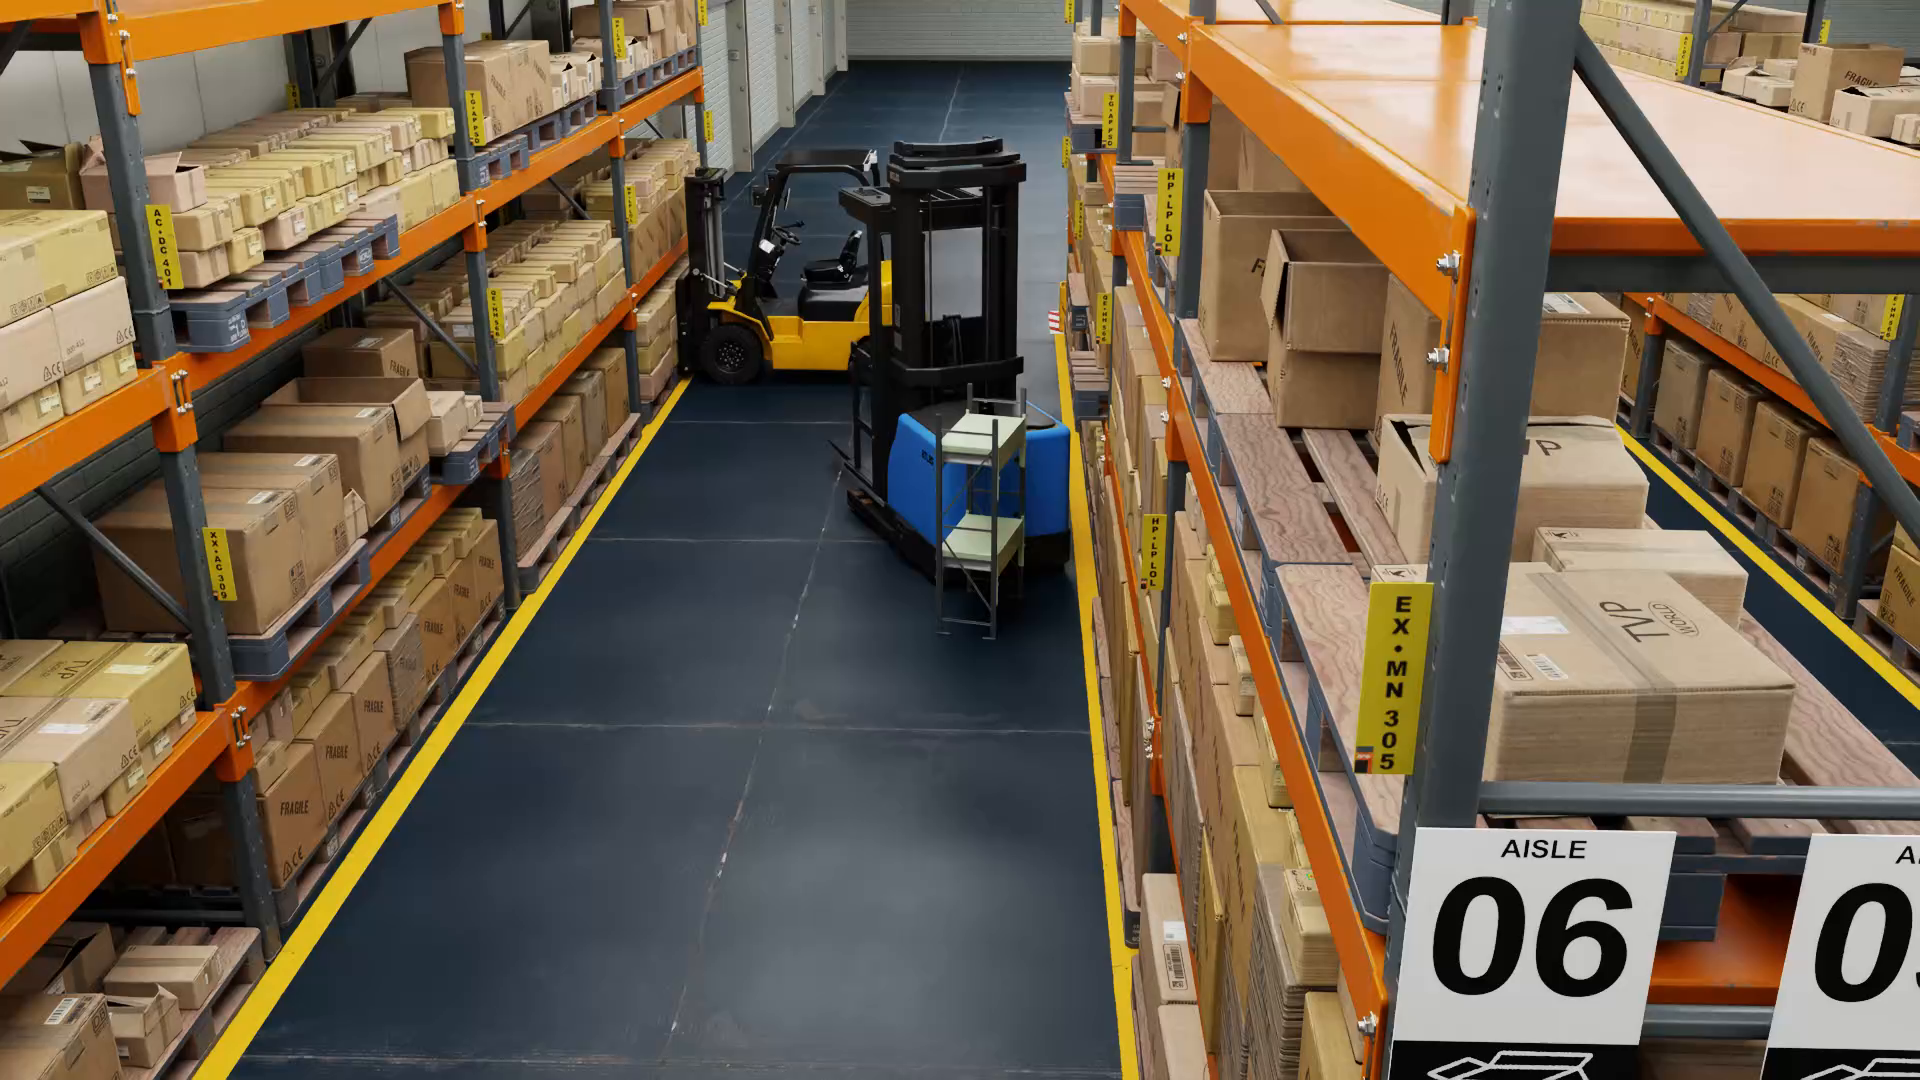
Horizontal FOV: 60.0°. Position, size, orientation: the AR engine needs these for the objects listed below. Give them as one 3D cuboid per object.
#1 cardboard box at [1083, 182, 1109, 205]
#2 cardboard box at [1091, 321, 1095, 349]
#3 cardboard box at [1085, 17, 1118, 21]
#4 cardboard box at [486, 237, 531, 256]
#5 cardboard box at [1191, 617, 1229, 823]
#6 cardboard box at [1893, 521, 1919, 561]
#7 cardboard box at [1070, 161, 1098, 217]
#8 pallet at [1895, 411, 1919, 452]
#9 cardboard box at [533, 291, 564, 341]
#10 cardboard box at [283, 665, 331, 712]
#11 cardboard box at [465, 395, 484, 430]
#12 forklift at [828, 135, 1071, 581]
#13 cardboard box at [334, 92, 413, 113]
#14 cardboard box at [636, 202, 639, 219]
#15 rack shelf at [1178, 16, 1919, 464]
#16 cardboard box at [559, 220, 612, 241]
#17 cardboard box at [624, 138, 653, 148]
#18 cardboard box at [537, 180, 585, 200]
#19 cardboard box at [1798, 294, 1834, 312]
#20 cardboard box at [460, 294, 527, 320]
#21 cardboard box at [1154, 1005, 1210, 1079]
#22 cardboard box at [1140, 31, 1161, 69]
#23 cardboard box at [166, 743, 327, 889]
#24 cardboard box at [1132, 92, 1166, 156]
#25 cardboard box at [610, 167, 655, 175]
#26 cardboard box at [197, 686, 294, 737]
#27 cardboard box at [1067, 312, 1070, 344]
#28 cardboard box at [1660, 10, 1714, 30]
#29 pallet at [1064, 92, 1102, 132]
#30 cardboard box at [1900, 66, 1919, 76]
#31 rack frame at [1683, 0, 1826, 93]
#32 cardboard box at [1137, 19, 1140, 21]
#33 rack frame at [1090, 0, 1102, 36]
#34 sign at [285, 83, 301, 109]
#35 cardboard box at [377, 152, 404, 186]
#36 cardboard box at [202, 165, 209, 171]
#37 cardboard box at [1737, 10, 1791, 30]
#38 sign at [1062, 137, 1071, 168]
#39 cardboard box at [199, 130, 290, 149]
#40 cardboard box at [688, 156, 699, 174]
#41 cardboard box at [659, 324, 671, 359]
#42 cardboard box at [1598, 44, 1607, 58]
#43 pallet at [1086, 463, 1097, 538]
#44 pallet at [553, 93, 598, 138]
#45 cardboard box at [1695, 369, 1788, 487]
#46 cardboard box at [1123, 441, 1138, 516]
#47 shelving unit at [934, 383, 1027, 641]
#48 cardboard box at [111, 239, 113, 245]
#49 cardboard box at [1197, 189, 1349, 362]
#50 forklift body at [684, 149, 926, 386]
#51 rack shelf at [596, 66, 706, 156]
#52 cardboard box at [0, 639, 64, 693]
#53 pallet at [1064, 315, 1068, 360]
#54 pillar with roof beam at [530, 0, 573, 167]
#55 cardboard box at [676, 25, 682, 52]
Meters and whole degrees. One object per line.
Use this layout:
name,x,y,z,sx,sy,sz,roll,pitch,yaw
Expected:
cardboard box,1.209,-2.854,13.711,0.380,0.149,0.250,1,21,1
cardboard box,1.139,-1.470,11.938,0.380,0.149,0.250,1,21,3
cardboard box,1.484,-5.310,17.166,0.380,0.149,0.250,0,21,1
cardboard box,-3.666,-2.335,13.365,0.380,0.149,0.250,0,21,1
cardboard box,1.028,0.580,5.367,0.500,0.500,0.500,1,21,3
cardboard box,6.143,-0.006,10.236,0.500,0.250,0.500,0,21,-1
cardboard box,1.394,-3.613,17.144,0.500,0.500,0.500,1,21,3
pallet,6.491,-0.524,9.999,1.213,0.211,1.003,1,21,2
cardboard box,-3.198,-1.635,12.112,0.500,0.250,0.500,0,21,0
cardboard box,-3.429,0.750,8.429,0.380,0.149,0.250,0,21,1
cardboard box,-3.143,-0.781,10.161,0.380,0.149,0.250,1,21,3
forklift,-0.240,-1.576,12.540,1.130,2.935,3.031,-9,23,-21
cardboard box,-3.741,-2.779,10.888,0.500,0.250,0.500,1,21,2
cardboard box,-3.106,-2.945,14.938,0.380,0.149,0.250,1,21,3
rack shelf,1.273,-0.996,4.204,1.077,0.370,4.000,1,21,2
cardboard box,-3.173,-2.613,14.082,0.380,0.149,0.250,1,21,3
cardboard box,-3.487,-4.205,17.773,0.380,0.149,0.250,0,21,1
cardboard box,-3.633,-3.183,15.139,0.380,0.149,0.250,0,21,1
cardboard box,6.457,-1.916,11.800,0.700,0.500,0.500,0,21,1
cardboard box,-3.213,-1.595,11.457,0.380,0.149,0.250,1,21,3
cardboard box,1.180,2.104,5.921,0.875,0.438,0.875,0,21,0
cardboard box,1.686,-3.883,13.179,0.500,0.250,0.500,1,21,3
cardboard box,-3.388,1.300,7.908,0.500,0.500,0.500,2,21,4
cardboard box,1.494,-2.678,11.000,0.700,0.500,0.500,1,21,2
cardboard box,-3.119,-3.456,15.844,0.380,0.149,0.250,1,21,1
cardboard box,-3.391,0.810,7.863,0.380,0.149,0.250,0,21,-1
cardboard box,1.374,-2.224,17.334,0.500,0.250,0.500,1,21,4
cardboard box,6.228,-4.442,14.209,0.380,0.149,0.250,1,21,1
pallet,1.451,-3.426,13.324,1.213,0.211,1.003,1,21,2
cardboard box,6.694,-3.282,12.099,0.500,0.311,0.500,0,21,0
rack frame,6.528,-5.116,13.273,1.000,3.000,0.127,1,21,2
cardboard box,1.937,-5.218,16.928,0.380,0.149,0.250,1,21,3
rack frame,1.577,-5.134,13.320,1.000,3.000,0.127,1,21,2
sign,-4.061,-2.629,10.188,0.100,0.325,0.005,1,21,2
cardboard box,-3.301,-2.049,9.172,0.380,0.149,0.250,1,21,2
cardboard box,-3.700,-1.642,7.685,0.380,0.149,0.250,0,21,0
cardboard box,6.885,-4.435,14.191,0.380,0.149,0.250,0,21,1
sign,1.156,-4.193,17.991,0.100,0.325,0.005,1,21,2
cardboard box,-3.816,-2.098,8.888,0.380,0.149,0.250,1,21,1
cardboard box,-2.972,-3.964,17.564,0.380,0.149,0.250,1,21,2
cardboard box,-3.048,-1.891,15.785,0.500,0.250,0.500,1,21,1
cardboard box,6.273,-4.620,15.771,0.380,0.149,0.250,1,21,2
pallet,1.520,-0.313,13.044,1.003,0.211,1.213,1,21,2
pallet,-3.399,-3.380,13.212,0.805,0.209,1.217,0,21,-1
cardboard box,6.565,-0.892,13.210,1.050,0.750,0.750,1,21,2
cardboard box,1.120,-0.323,8.731,0.500,0.250,0.500,1,21,3
shelving unit,0.142,-0.195,10.957,0.431,1.500,0.755,6,22,15
cardboard box,-3.688,-1.132,6.780,0.380,0.149,0.250,1,21,1
cardboard box,1.106,-0.921,5.753,0.500,0.500,0.500,1,21,3
forklift body,-1.497,-2.735,16.604,2.313,2.155,1.214,1,21,2
rack shelf,-3.324,-4.176,15.993,1.077,0.370,4.000,1,21,2
cardboard box,-3.913,0.610,6.607,0.500,0.250,0.500,0,21,1
pallet,1.636,-2.162,17.810,1.003,0.211,1.213,1,21,2
pillar with roof beam,0.118,-6.344,16.439,9.100,9.000,0.400,1,21,2
cardboard box,-2.992,-5.020,16.640,0.396,0.266,0.258,1,21,2
